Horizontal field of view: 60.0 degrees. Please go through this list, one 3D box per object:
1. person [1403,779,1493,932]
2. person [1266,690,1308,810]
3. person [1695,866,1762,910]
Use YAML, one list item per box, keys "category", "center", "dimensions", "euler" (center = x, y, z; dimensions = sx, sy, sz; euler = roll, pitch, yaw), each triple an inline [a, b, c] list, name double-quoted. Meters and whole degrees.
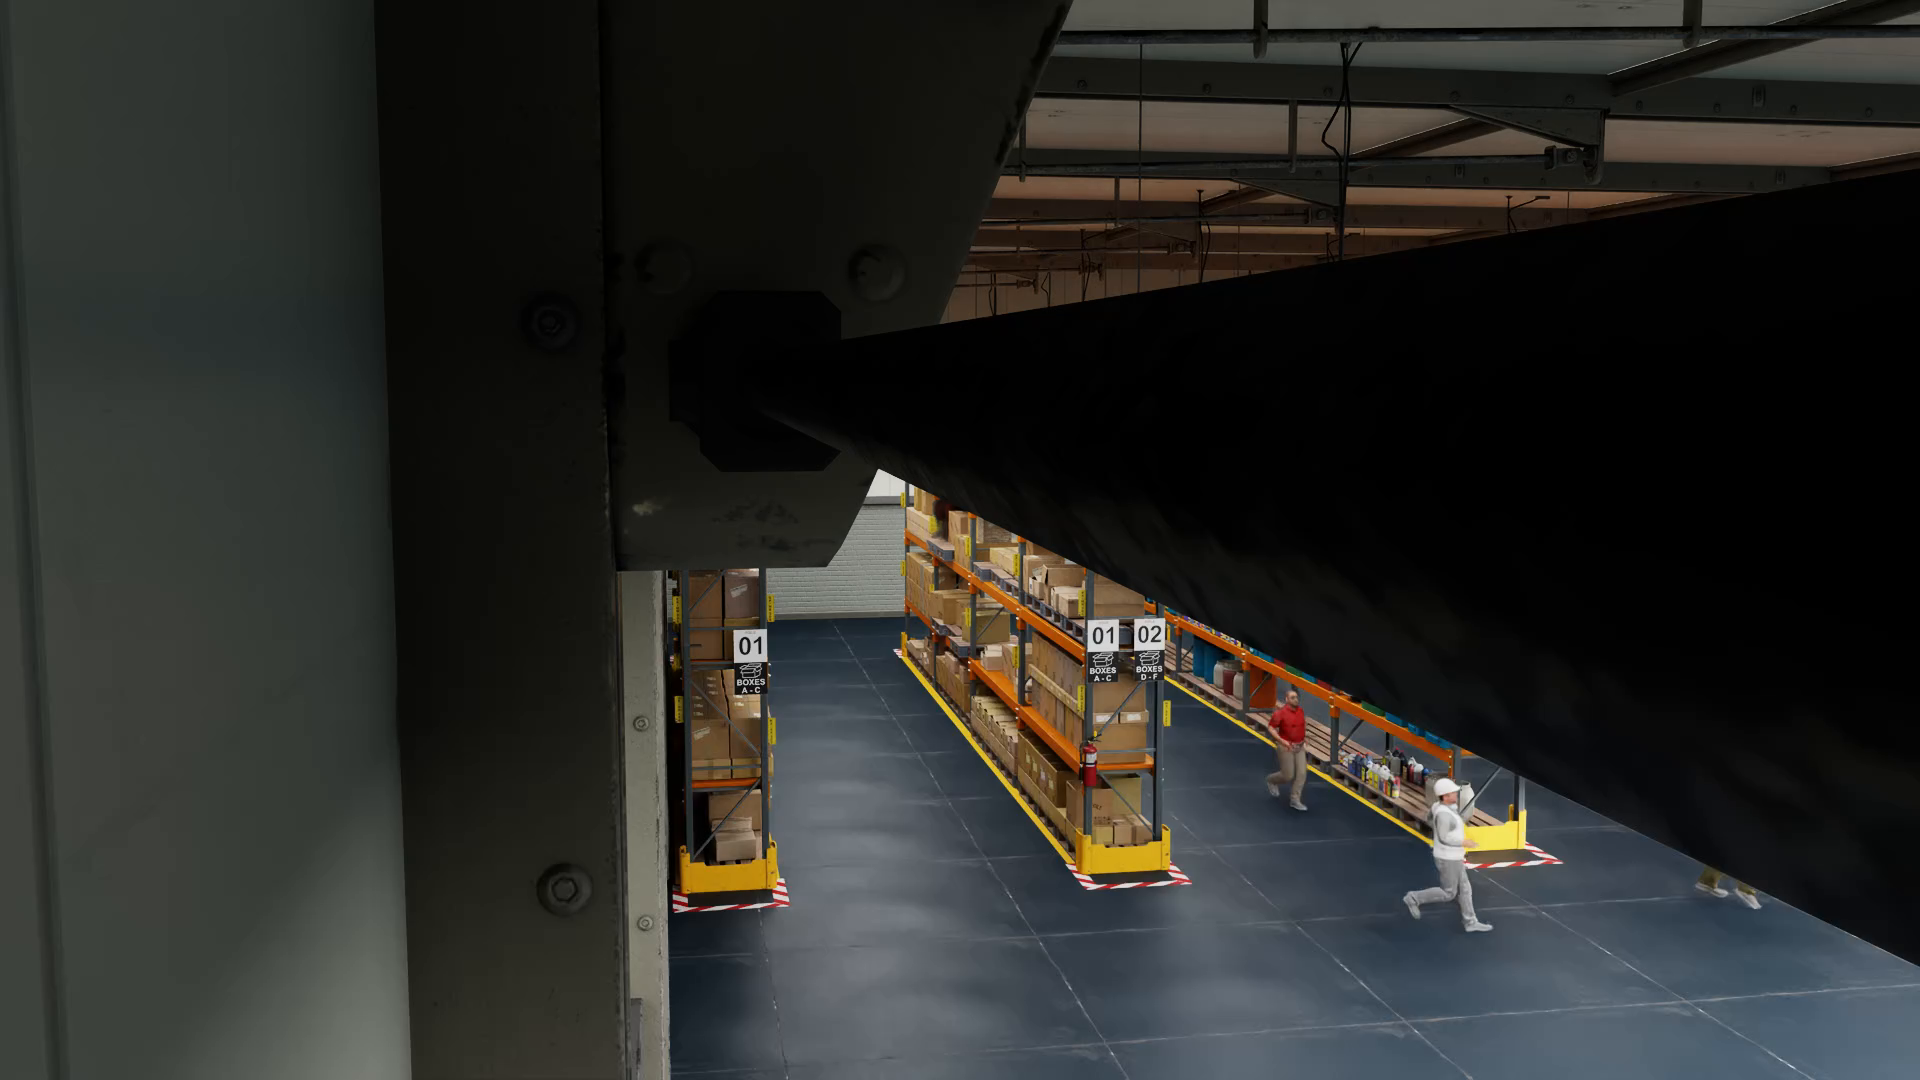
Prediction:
- category: "person"
  center: [5.488, 3.532, 18.643]
  dimensions: [0.984, 1.743, 0.677]
  euler: [2, 6, 16]
- category: "person"
  center: [4.750, 3.007, 23.970]
  dimensions: [0.664, 1.676, 0.783]
  euler: [-3, 7, -27]
- category: "person"
  center: [9.156, 3.420, 19.609]
  dimensions: [0.835, 1.845, 0.671]
  euler: [2, 6, 16]
